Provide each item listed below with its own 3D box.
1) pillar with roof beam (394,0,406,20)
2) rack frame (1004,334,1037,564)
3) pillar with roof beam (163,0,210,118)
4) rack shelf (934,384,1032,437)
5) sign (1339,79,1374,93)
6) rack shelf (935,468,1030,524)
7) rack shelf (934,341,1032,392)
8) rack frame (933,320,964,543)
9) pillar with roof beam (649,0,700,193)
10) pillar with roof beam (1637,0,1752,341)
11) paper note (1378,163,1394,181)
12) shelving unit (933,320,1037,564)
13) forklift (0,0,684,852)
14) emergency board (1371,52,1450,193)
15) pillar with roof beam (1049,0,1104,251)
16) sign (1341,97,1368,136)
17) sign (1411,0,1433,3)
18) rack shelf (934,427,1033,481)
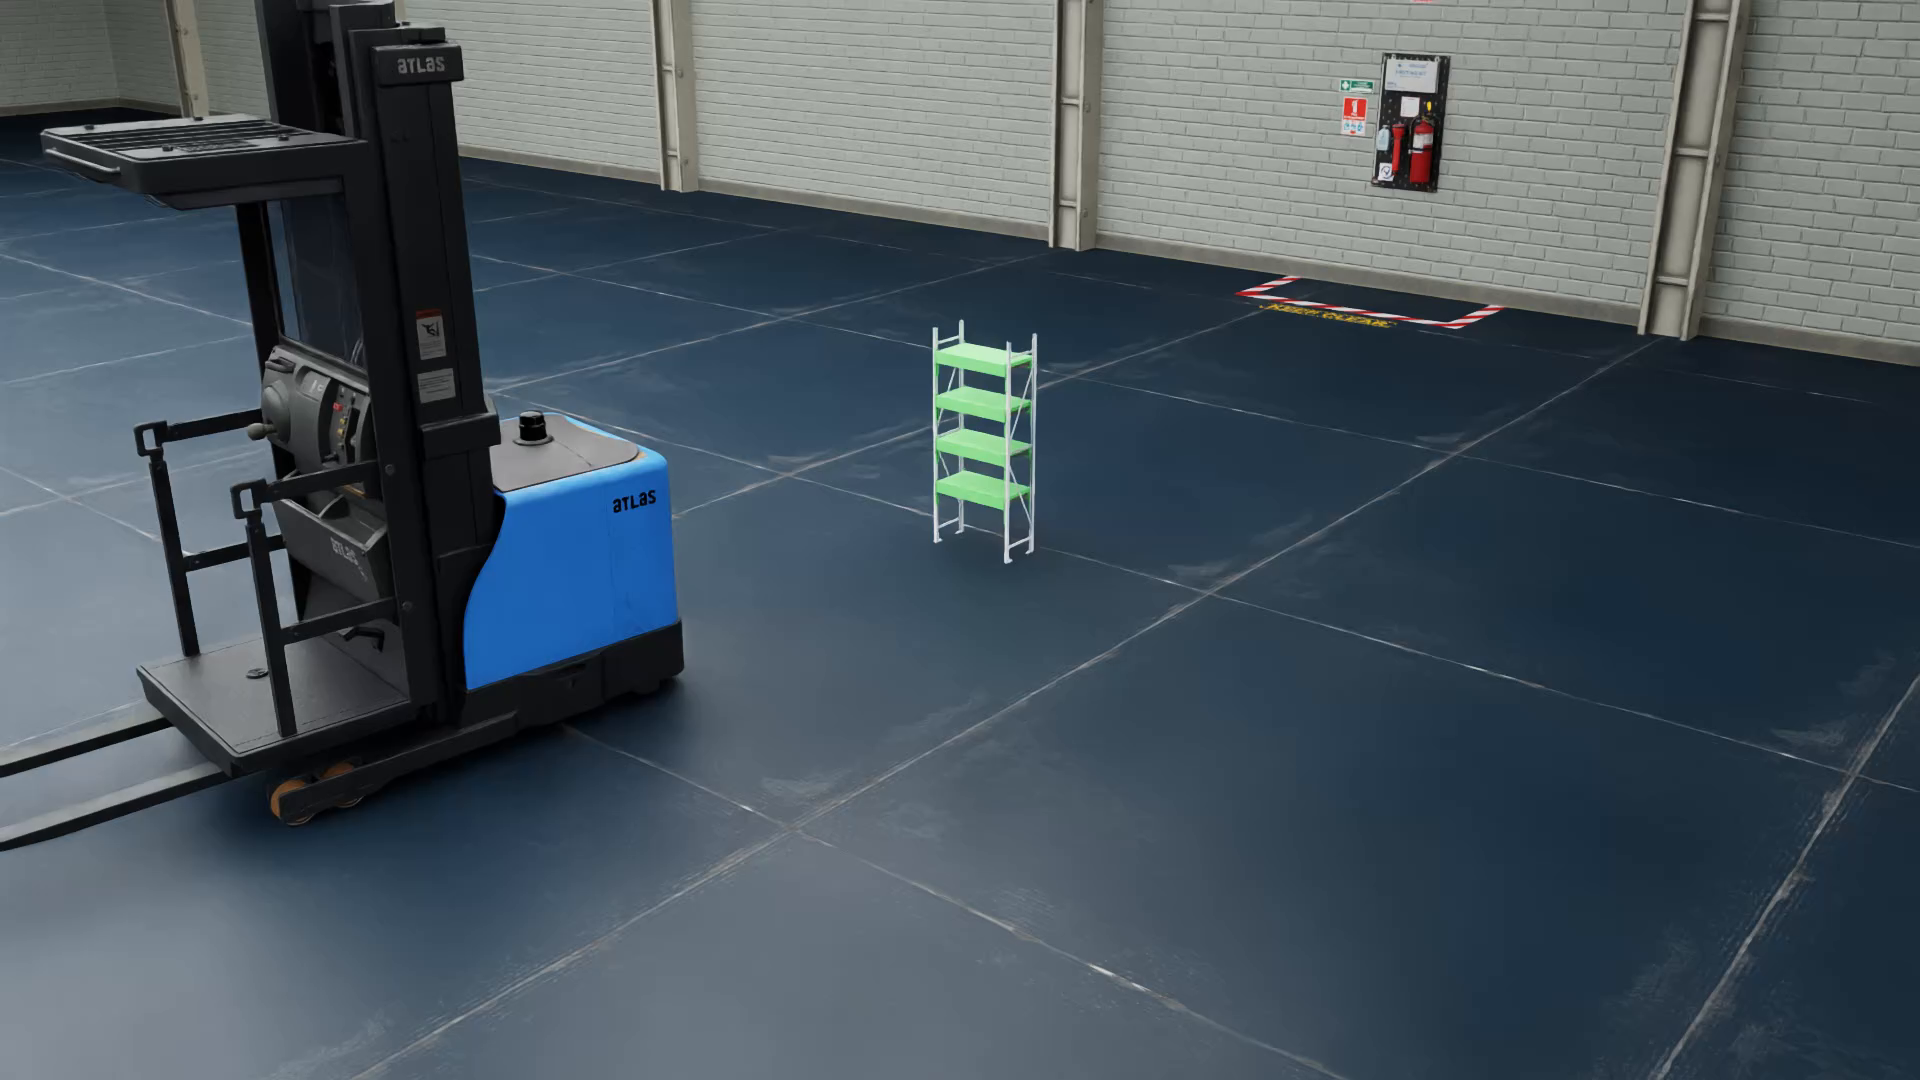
[{"bbox_3d":[-10.855,-8.742,19.597,0.400,9.000,9.100,16,26,36],"label":"pillar with roof beam"},{"bbox_3d":[0.317,-0.470,8.714,0.015,1.200,0.240,16,26,36],"label":"rack frame"},{"bbox_3d":[-15.503,-10.081,23.147,0.400,9.000,9.100,16,26,36],"label":"pillar with roof beam"},{"bbox_3d":[0.128,-0.689,8.796,0.480,0.148,0.258,16,26,36],"label":"rack shelf"},{"bbox_3d":[3.557,-4.071,14.910,0.331,0.109,0.001,16,26,36],"label":"sign"},{"bbox_3d":[0.128,-0.240,8.966,0.480,0.148,0.258,16,26,36],"label":"rack shelf"},{"bbox_3d":[0.128,-0.914,8.712,0.480,0.148,0.258,16,26,36],"label":"rack shelf"},{"bbox_3d":[-0.061,-0.579,9.003,0.015,1.200,0.240,16,26,36],"label":"rack frame"},{"bbox_3d":[-6.206,-7.404,16.047,0.400,9.000,9.100,16,26,36],"label":"pillar with roof beam"},{"bbox_3d":[3.090,-4.726,8.948,0.400,9.000,9.100,16,26,36],"label":"pillar with roof beam"},{"bbox_3d":[3.829,-3.304,14.927,0.142,0.148,0.016,16,26,36],"label":"paper note"},{"bbox_3d":[0.128,-0.524,8.859,0.503,1.200,0.258,16,26,36],"label":"shelving unit"},{"bbox_3d":[-2.656,-0.498,6.335,3.031,2.935,1.130,-18,27,-40],"label":"forklift"},{"bbox_3d":[3.922,-3.658,14.617,0.643,1.169,0.194,16,26,36],"label":"emergency board"},{"bbox_3d":[-1.558,-6.065,12.498,0.400,9.000,9.100,16,26,36],"label":"pillar with roof beam"},{"bbox_3d":[3.559,-3.826,15.012,0.234,0.329,0.001,16,26,36],"label":"sign"},{"bbox_3d":[3.979,-4.772,14.285,0.199,0.298,0.001,16,26,36],"label":"sign"},{"bbox_3d":[0.128,-0.465,8.881,0.480,0.148,0.258,16,26,36],"label":"rack shelf"}]
